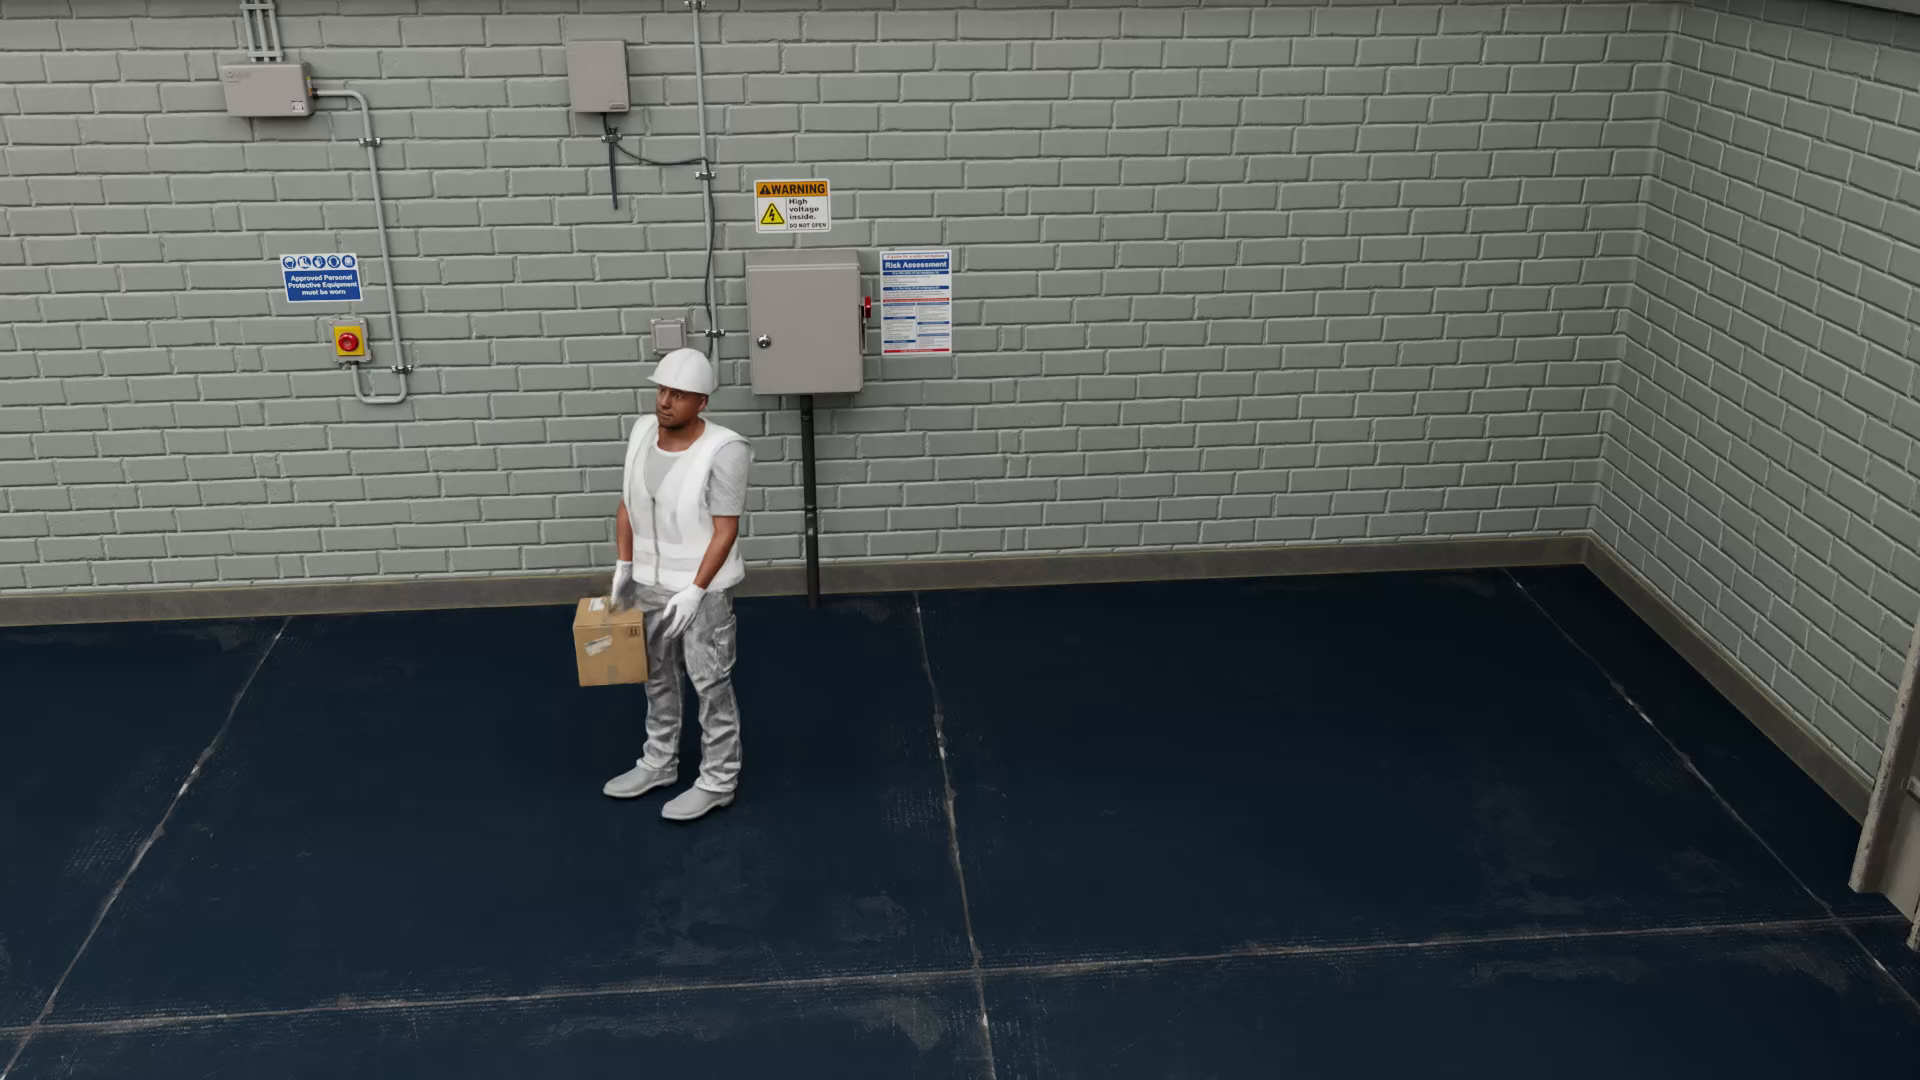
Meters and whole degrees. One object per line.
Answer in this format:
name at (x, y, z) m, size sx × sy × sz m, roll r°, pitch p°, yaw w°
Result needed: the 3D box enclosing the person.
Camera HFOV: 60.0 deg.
person at (-1.060, 0.173, 6.129) m, size 0.579 × 1.795 × 0.470 m, roll 14°, pitch 27°, yaw 28°
